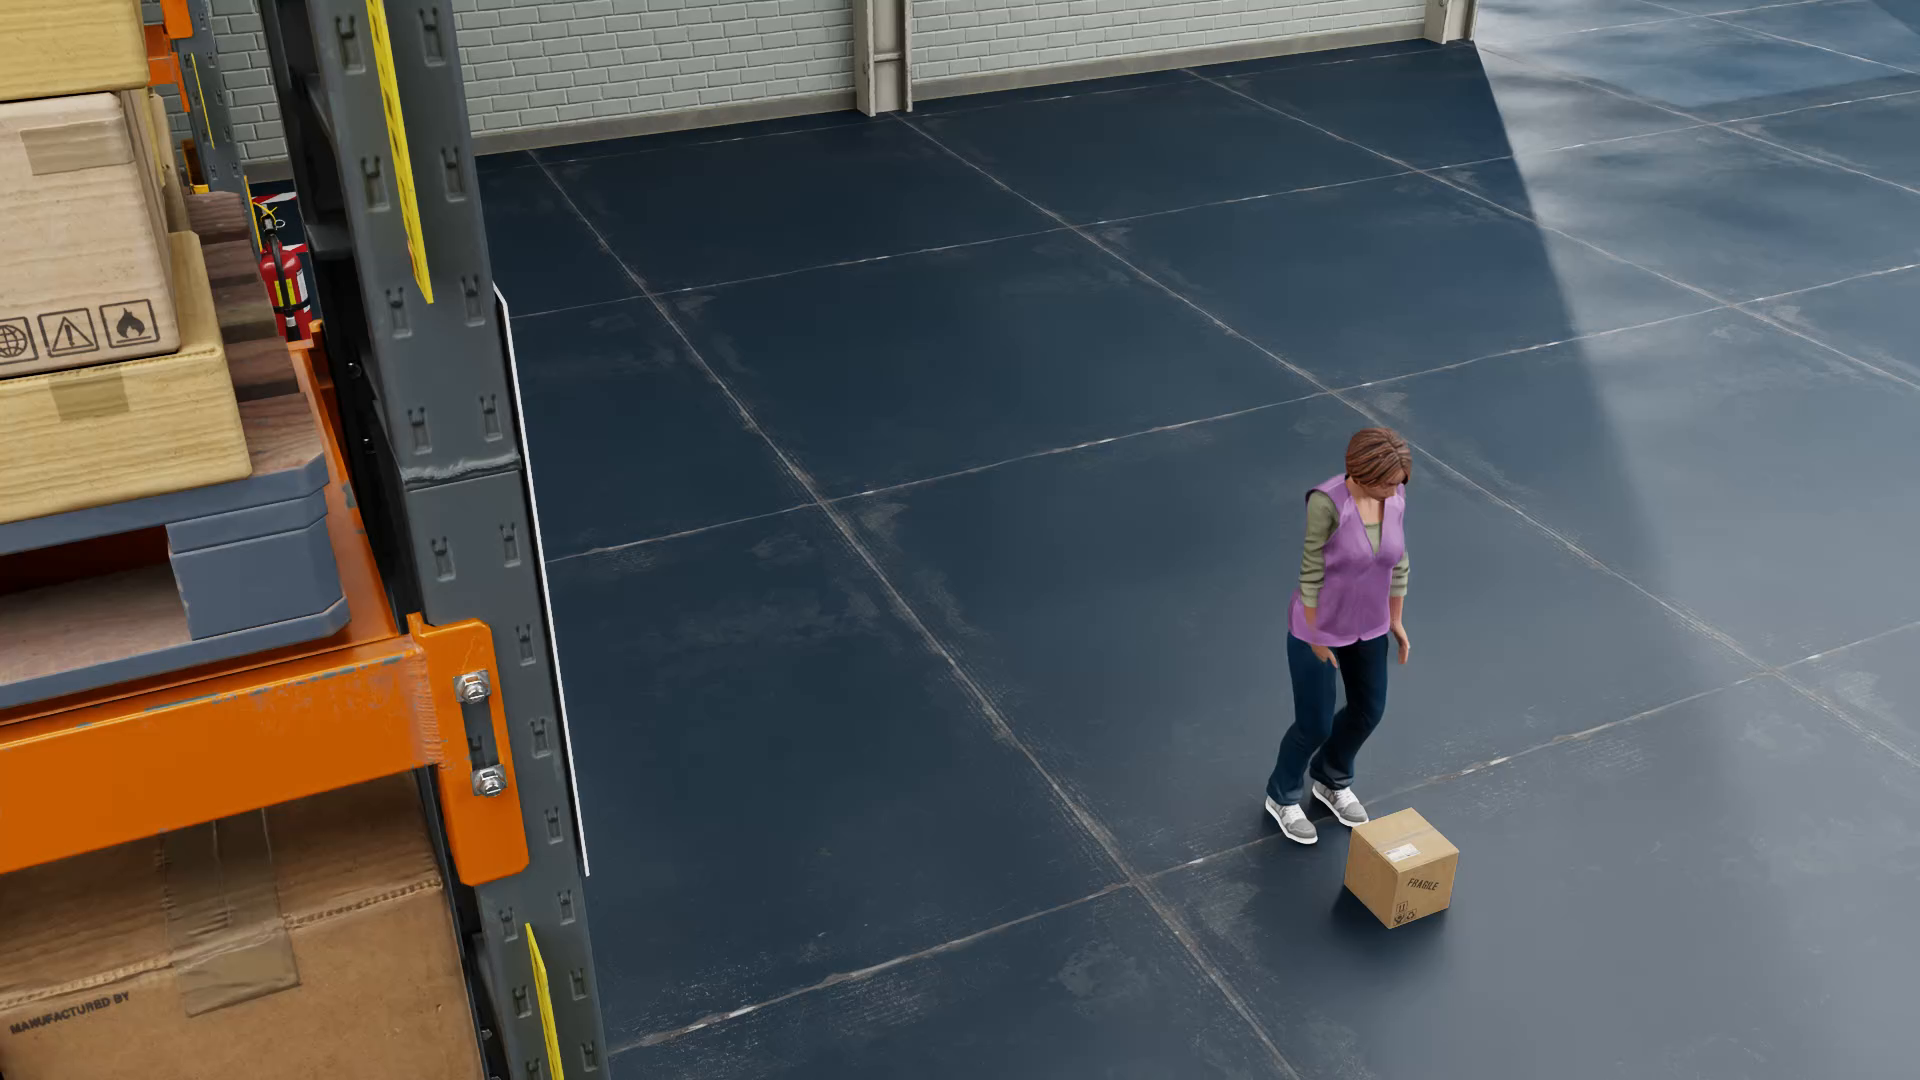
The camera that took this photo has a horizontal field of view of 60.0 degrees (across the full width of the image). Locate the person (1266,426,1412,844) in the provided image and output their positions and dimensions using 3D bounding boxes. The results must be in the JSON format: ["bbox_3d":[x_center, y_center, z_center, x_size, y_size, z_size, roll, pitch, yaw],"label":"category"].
[{"bbox_3d":[1.305,0.315,5.633,0.417,1.562,0.341,-13,32,-21],"label":"person"}]
